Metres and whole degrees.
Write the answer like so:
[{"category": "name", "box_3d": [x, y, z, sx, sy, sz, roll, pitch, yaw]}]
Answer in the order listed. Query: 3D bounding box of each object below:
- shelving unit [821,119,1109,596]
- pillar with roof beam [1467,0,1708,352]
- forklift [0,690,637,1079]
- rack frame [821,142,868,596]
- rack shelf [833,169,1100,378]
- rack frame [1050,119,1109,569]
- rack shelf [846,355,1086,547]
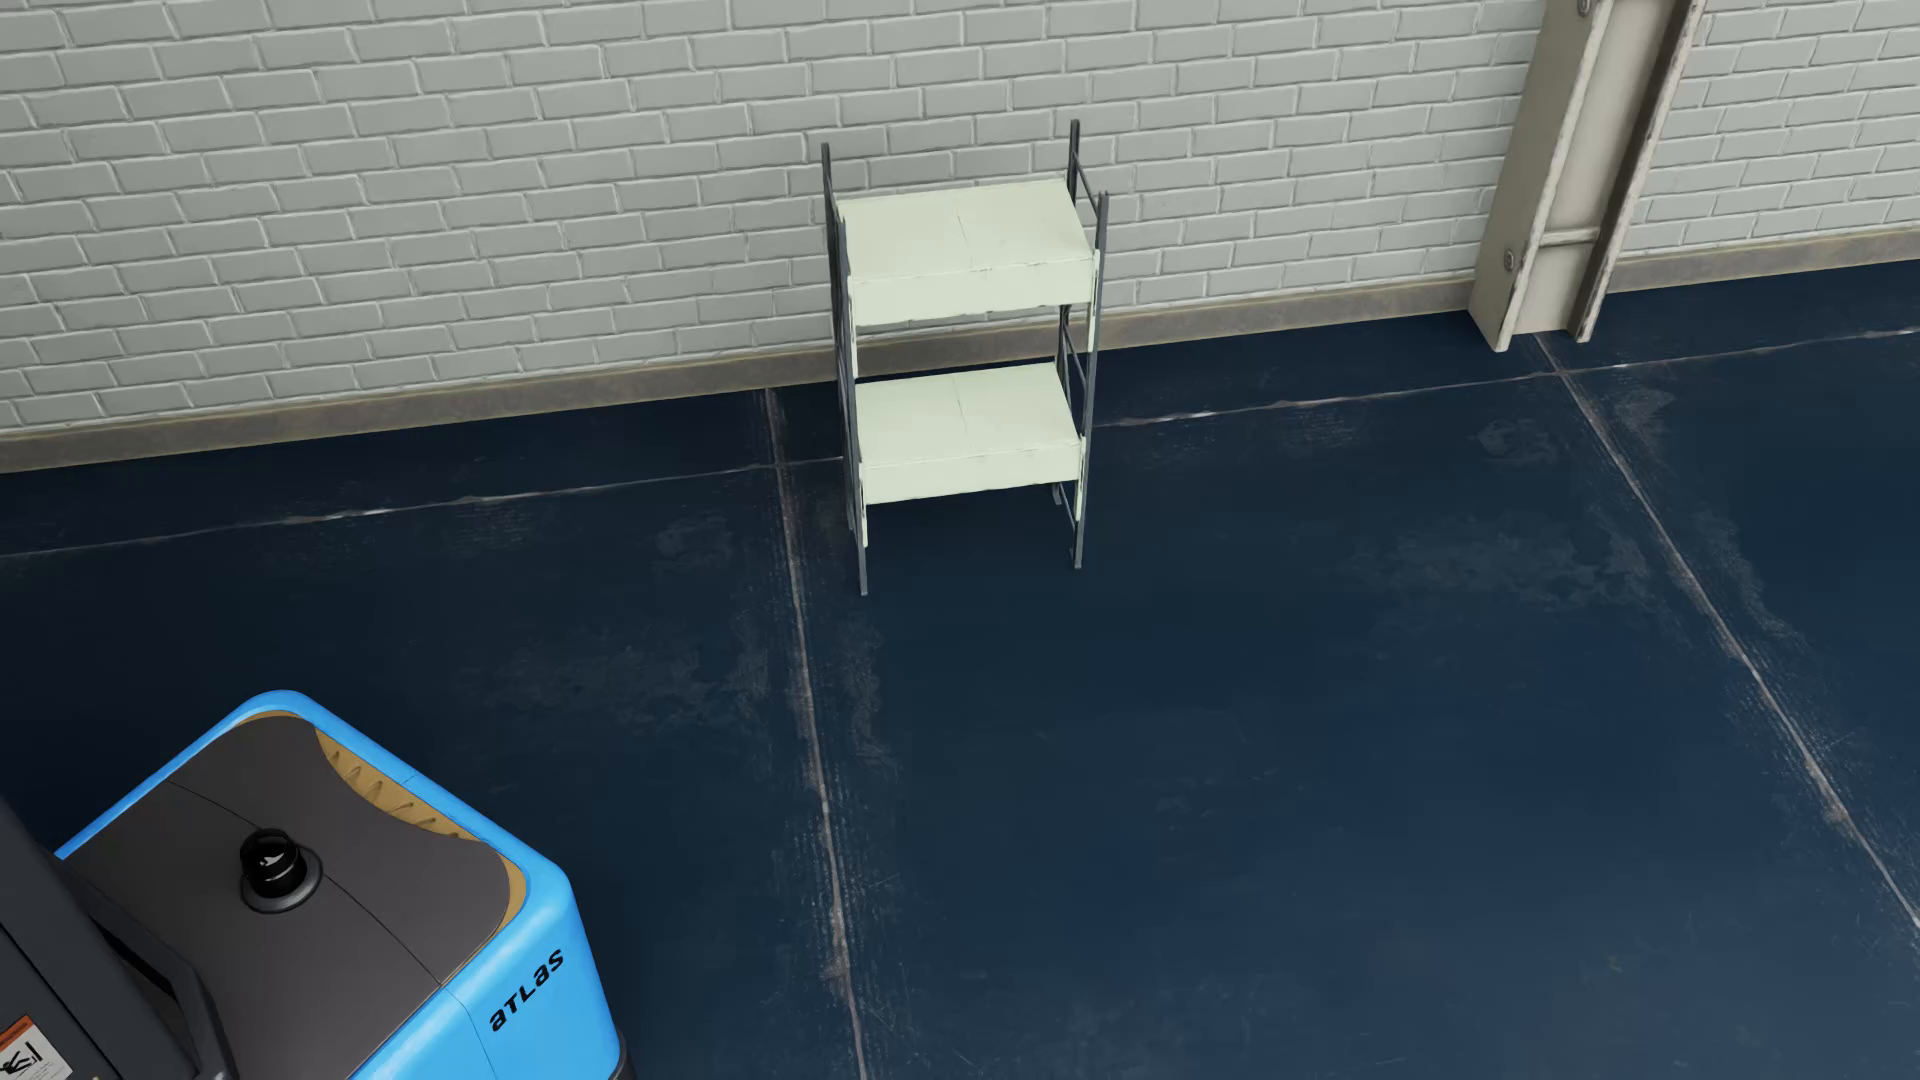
[{"category": "shelving unit", "box_3d": [0.007, -0.521, 5.211, 0.755, 1.500, 0.431, -7, 46, -7]}, {"category": "pillar with roof beam", "box_3d": [2.976, -0.930, 0.397, 0.400, 9.000, 9.100, -7, 46, -7]}, {"category": "forklift", "box_3d": [-2.077, 1.127, 2.628, 1.130, 2.935, 3.031, 27, 52, 23]}, {"category": "rack frame", "box_3d": [-0.354, -0.476, 5.167, 0.023, 1.500, 0.400, -7, 46, -7]}, {"category": "rack shelf", "box_3d": [0.007, -0.792, 4.930, 0.720, 0.370, 0.431, -7, 46, -7]}, {"category": "rack frame", "box_3d": [0.367, -0.566, 5.254, 0.023, 1.500, 0.400, -7, 46, -7]}, {"category": "rack shelf", "box_3d": [0.007, -0.295, 5.445, 0.720, 0.370, 0.431, -7, 46, -7]}]
